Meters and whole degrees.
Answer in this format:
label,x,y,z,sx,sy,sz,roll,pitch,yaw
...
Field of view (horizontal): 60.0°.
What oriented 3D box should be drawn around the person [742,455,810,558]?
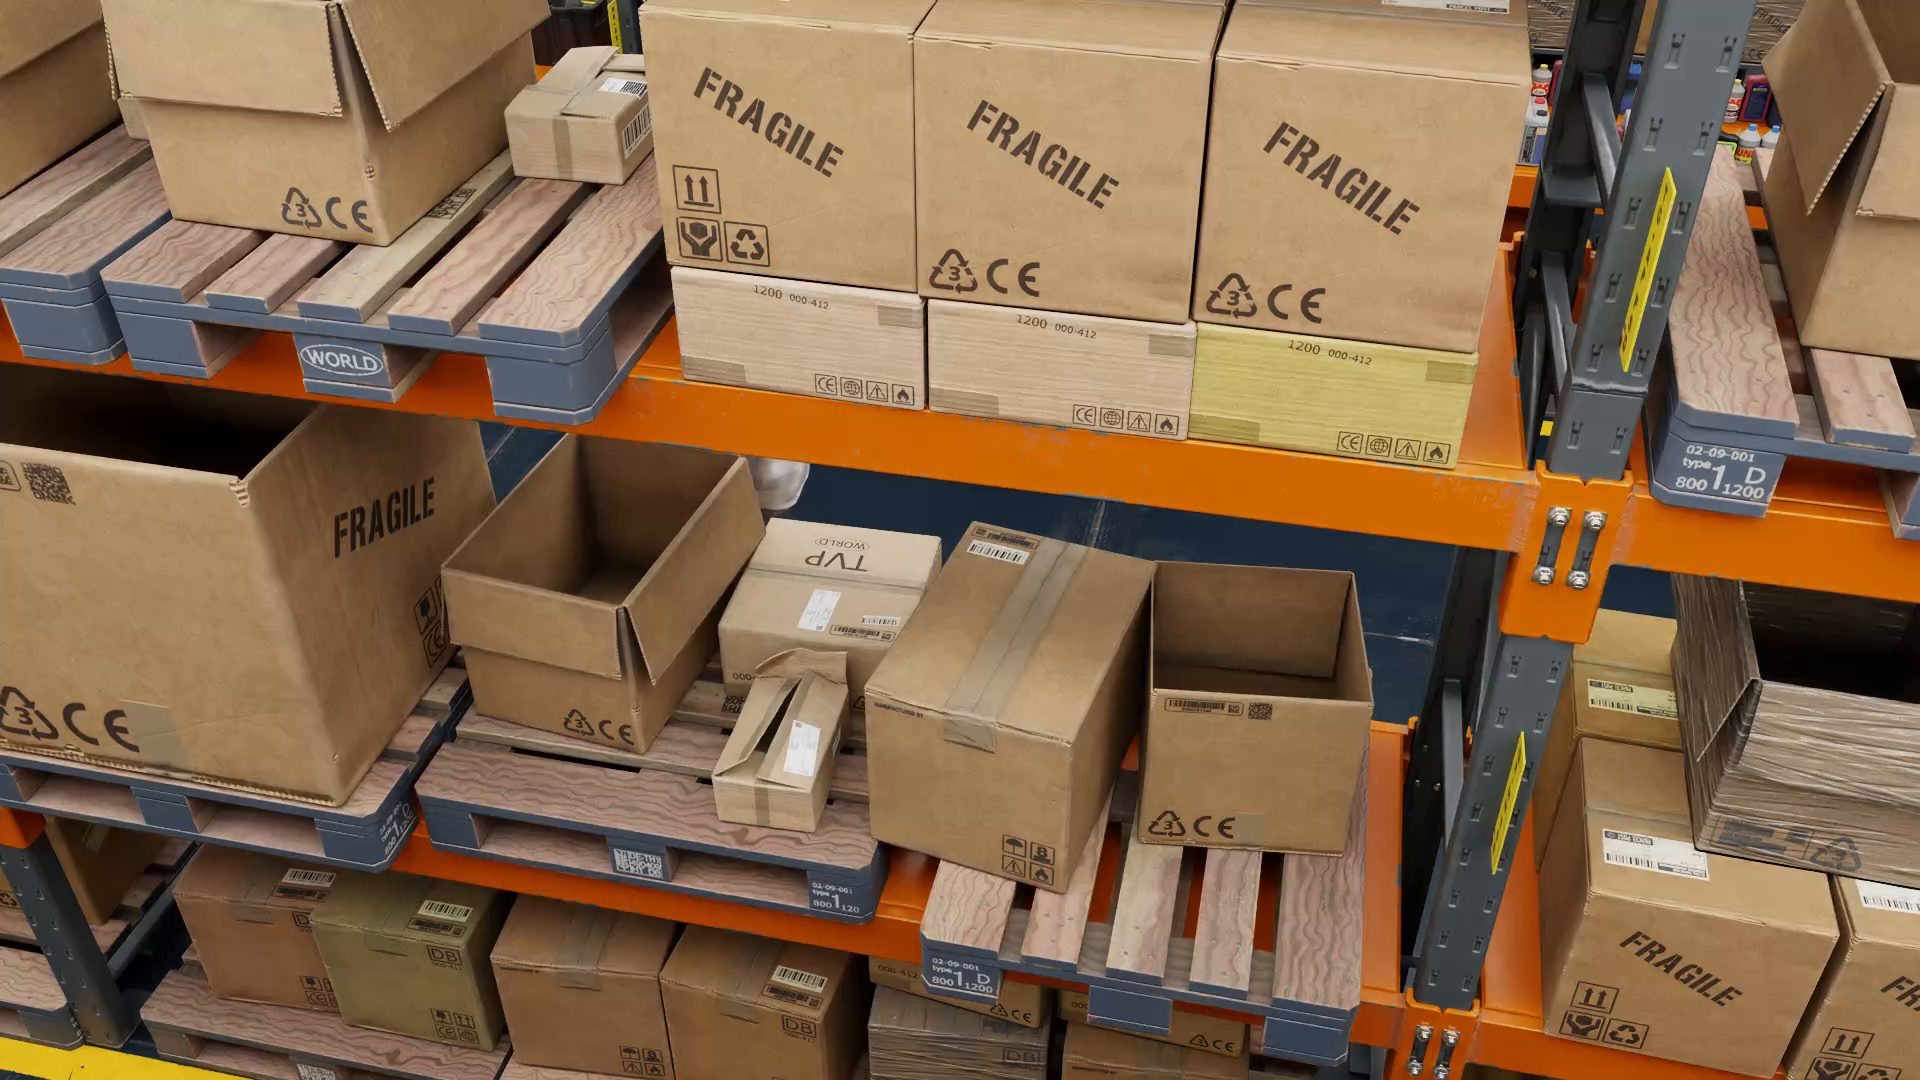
label,x,y,z,sx,sy,sz,roll,pitch,yaw
person,-0.807,-0.241,6.455,0.462,1.771,0.579,6,37,9
